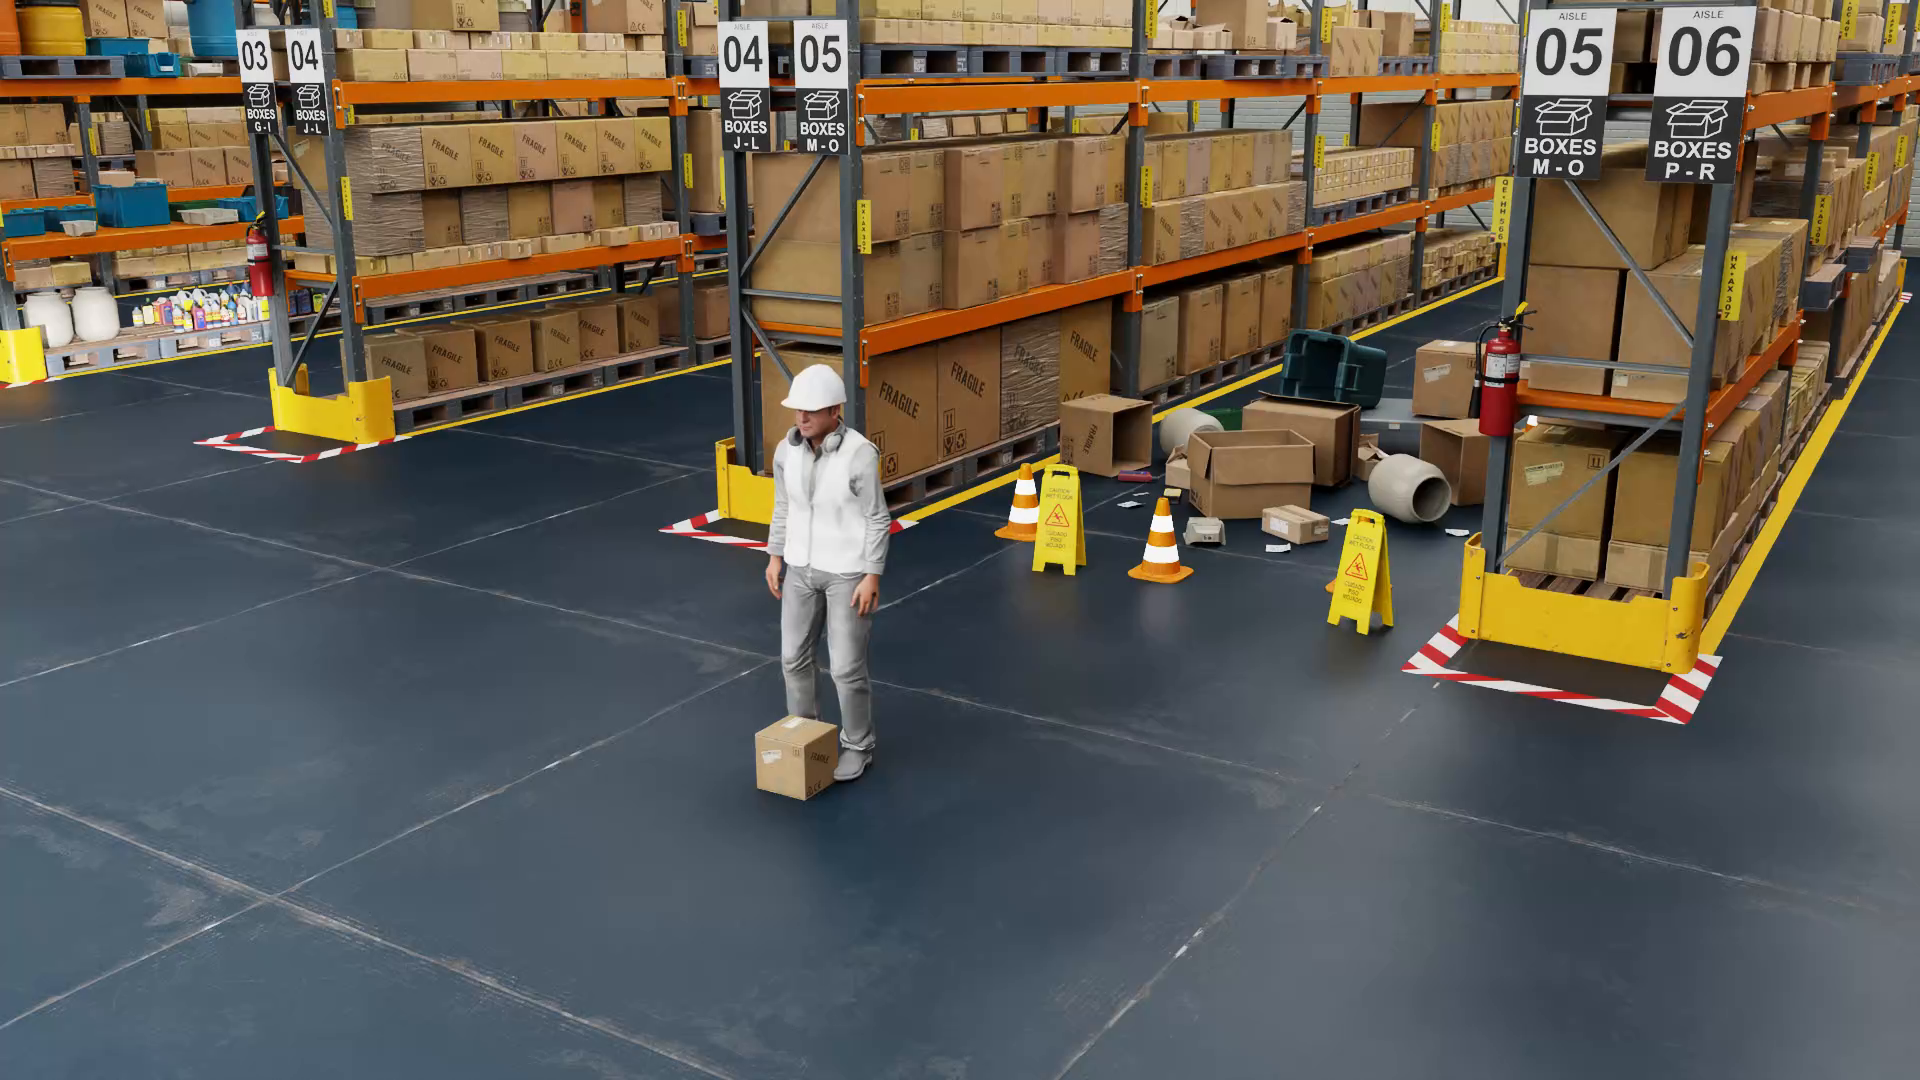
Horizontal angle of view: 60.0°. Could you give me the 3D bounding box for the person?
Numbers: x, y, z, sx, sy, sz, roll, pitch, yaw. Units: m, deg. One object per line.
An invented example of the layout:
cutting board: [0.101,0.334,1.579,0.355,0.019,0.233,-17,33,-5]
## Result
person: [-0.564,0.126,7.047,0.580,1.772,0.461,10,19,30]
